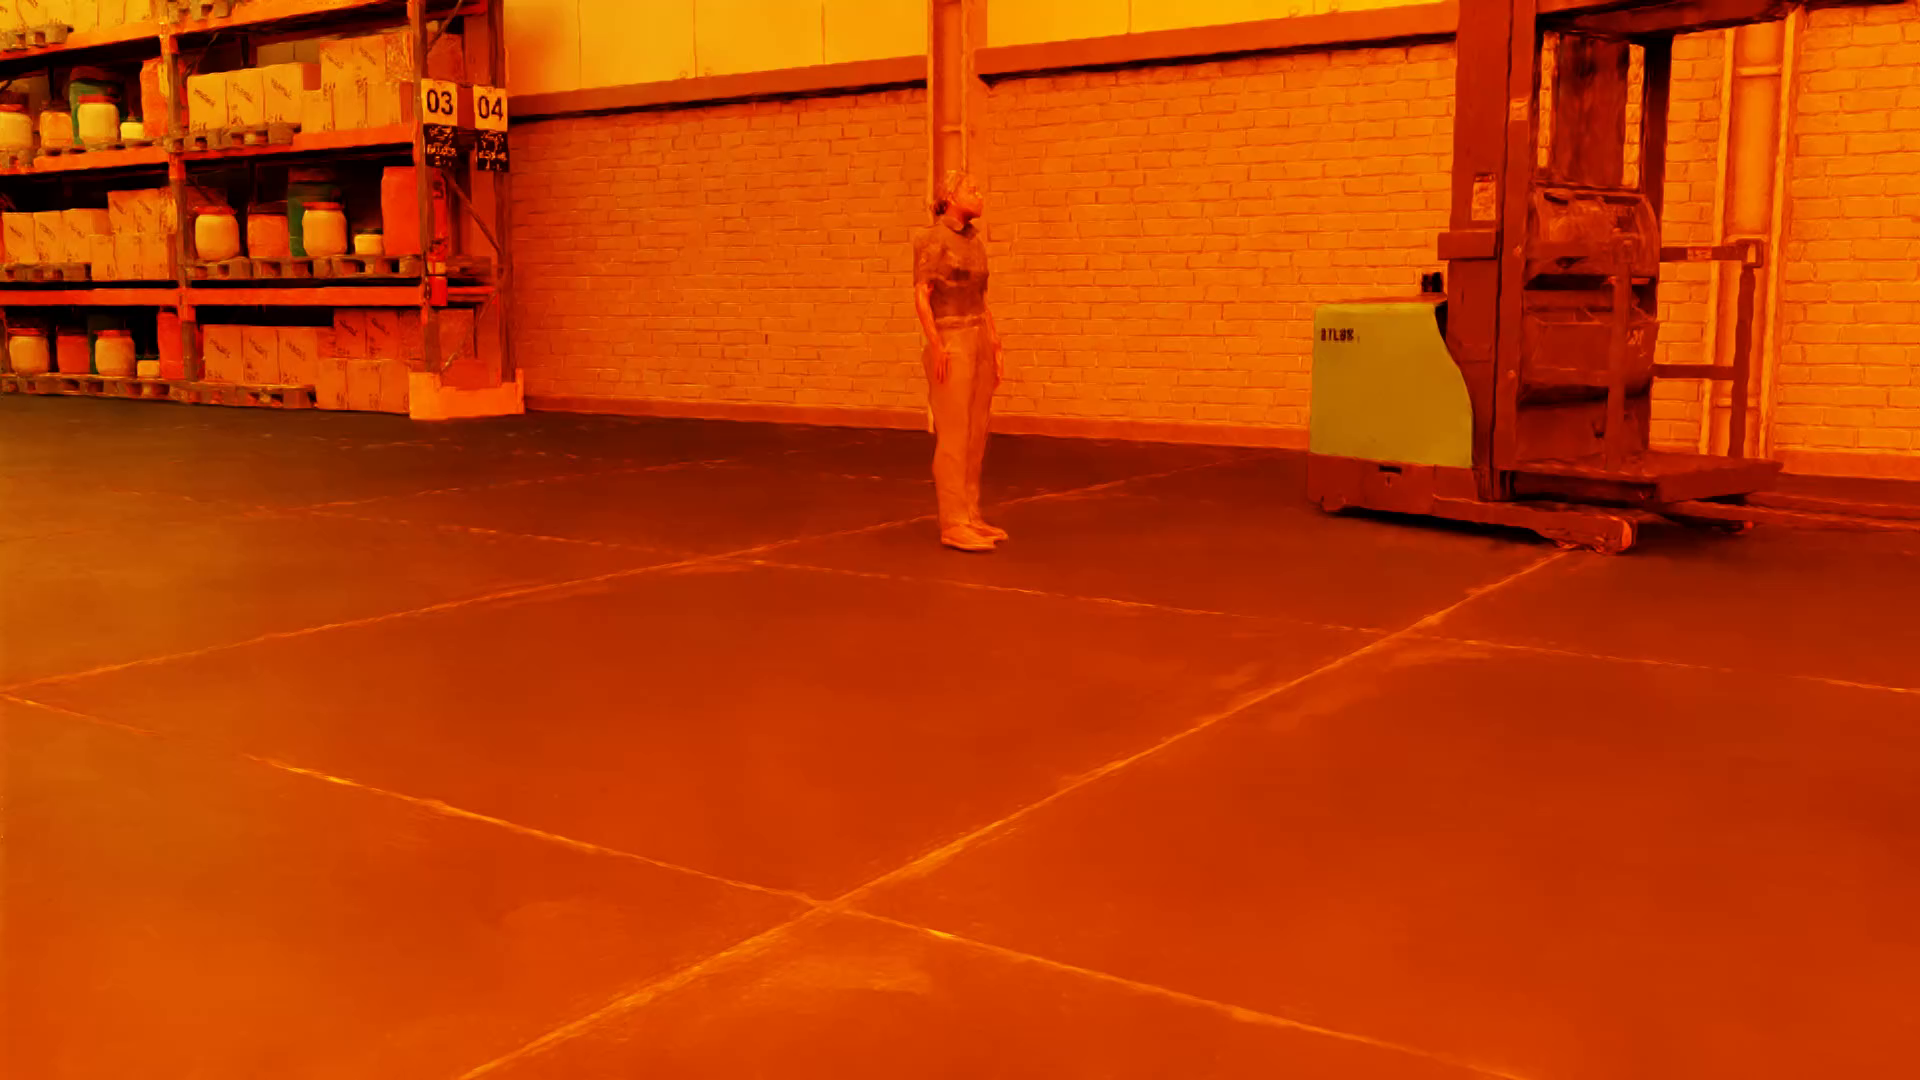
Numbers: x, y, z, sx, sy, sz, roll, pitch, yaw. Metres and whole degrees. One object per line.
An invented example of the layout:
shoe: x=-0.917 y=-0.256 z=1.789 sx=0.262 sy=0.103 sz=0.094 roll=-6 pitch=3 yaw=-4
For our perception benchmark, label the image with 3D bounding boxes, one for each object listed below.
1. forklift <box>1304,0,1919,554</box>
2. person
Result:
forklift: x=3.053 y=-1.466 z=7.505 sx=1.130 sy=2.935 sz=3.031 roll=-6 pitch=10 yaw=-36
person: x=0.062 y=-0.814 z=7.422 sx=0.503 sy=1.648 sz=0.570 roll=5 pitch=10 yaw=34
